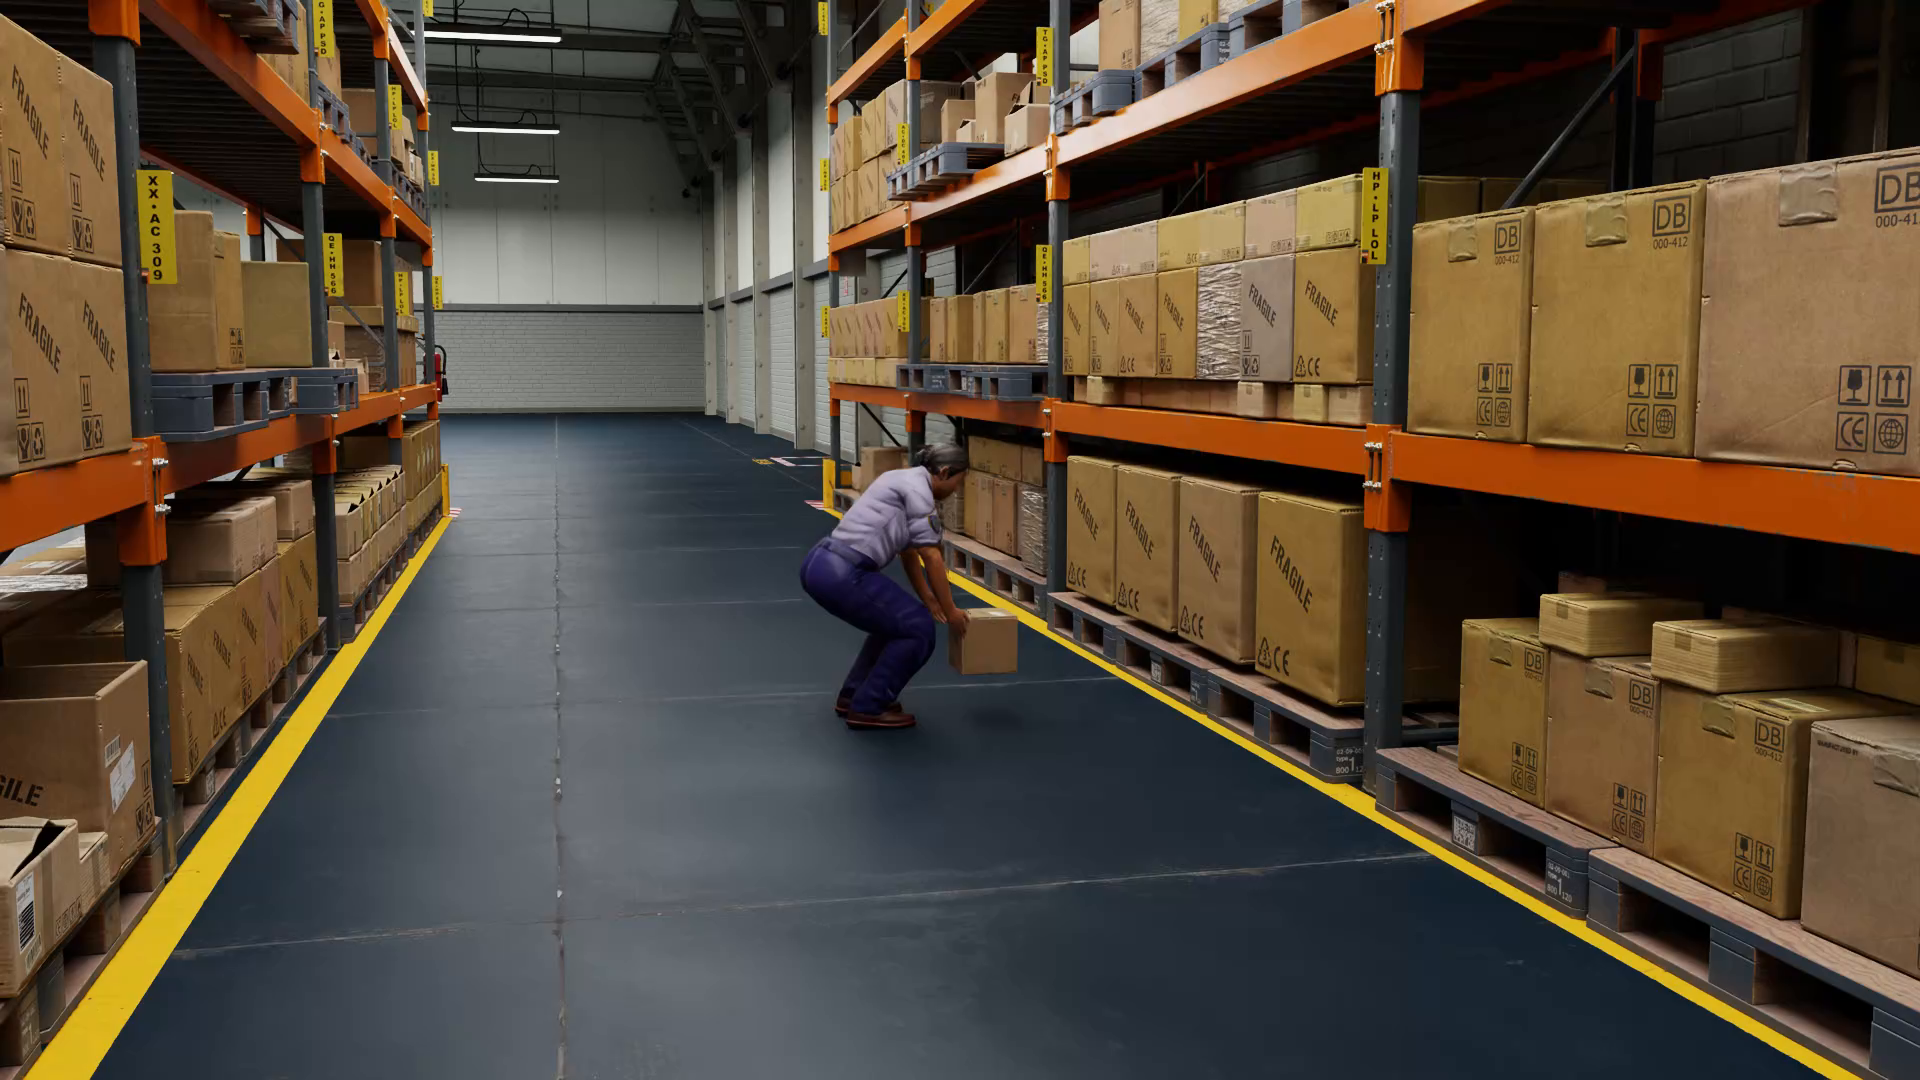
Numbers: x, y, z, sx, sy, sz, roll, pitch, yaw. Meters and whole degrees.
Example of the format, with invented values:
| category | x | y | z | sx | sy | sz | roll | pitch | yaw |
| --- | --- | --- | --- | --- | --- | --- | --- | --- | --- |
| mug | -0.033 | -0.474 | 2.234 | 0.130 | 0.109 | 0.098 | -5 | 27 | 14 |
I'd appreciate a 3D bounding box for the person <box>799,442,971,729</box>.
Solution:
| category | x | y | z | sx | sy | sz | roll | pitch | yaw |
| --- | --- | --- | --- | --- | --- | --- | --- | --- | --- |
| person | -0.321 | 0.181 | 7.179 | 0.738 | 1.202 | 0.541 | -2 | 6 | -14 |
